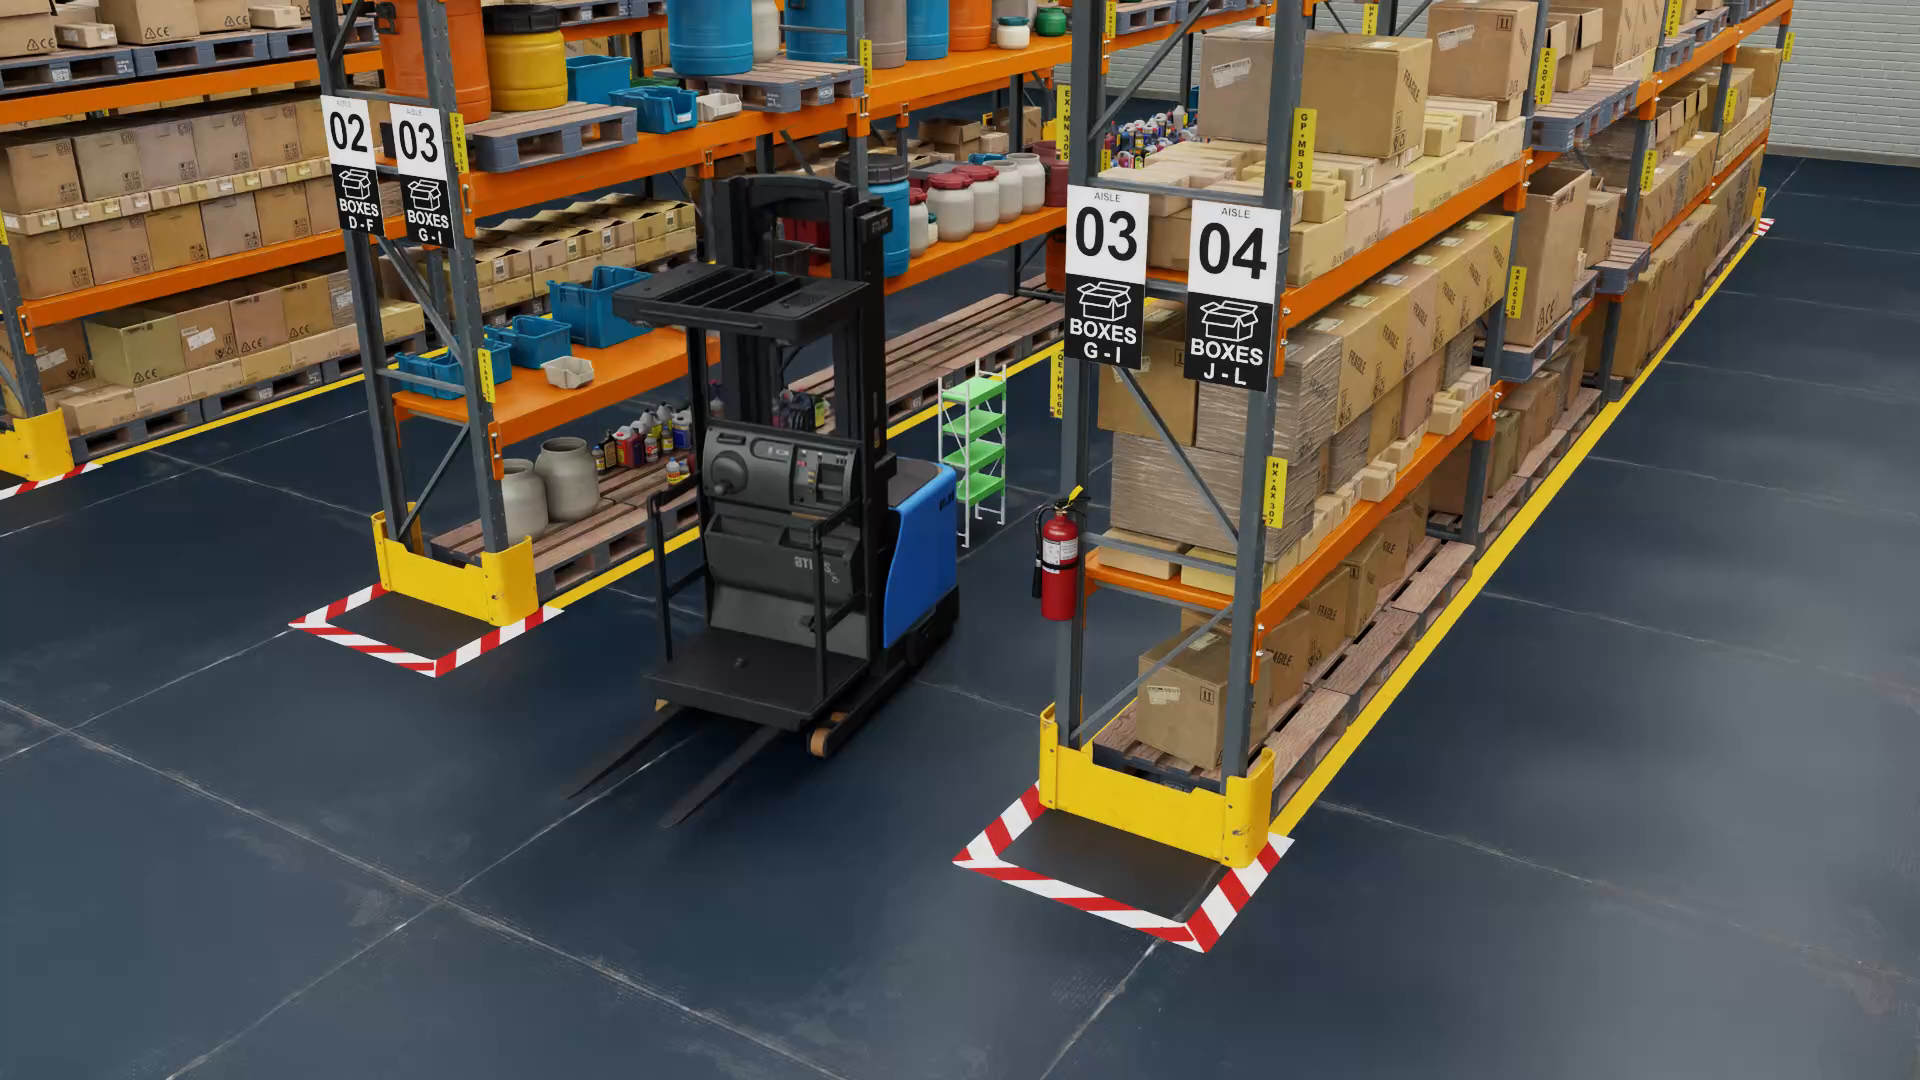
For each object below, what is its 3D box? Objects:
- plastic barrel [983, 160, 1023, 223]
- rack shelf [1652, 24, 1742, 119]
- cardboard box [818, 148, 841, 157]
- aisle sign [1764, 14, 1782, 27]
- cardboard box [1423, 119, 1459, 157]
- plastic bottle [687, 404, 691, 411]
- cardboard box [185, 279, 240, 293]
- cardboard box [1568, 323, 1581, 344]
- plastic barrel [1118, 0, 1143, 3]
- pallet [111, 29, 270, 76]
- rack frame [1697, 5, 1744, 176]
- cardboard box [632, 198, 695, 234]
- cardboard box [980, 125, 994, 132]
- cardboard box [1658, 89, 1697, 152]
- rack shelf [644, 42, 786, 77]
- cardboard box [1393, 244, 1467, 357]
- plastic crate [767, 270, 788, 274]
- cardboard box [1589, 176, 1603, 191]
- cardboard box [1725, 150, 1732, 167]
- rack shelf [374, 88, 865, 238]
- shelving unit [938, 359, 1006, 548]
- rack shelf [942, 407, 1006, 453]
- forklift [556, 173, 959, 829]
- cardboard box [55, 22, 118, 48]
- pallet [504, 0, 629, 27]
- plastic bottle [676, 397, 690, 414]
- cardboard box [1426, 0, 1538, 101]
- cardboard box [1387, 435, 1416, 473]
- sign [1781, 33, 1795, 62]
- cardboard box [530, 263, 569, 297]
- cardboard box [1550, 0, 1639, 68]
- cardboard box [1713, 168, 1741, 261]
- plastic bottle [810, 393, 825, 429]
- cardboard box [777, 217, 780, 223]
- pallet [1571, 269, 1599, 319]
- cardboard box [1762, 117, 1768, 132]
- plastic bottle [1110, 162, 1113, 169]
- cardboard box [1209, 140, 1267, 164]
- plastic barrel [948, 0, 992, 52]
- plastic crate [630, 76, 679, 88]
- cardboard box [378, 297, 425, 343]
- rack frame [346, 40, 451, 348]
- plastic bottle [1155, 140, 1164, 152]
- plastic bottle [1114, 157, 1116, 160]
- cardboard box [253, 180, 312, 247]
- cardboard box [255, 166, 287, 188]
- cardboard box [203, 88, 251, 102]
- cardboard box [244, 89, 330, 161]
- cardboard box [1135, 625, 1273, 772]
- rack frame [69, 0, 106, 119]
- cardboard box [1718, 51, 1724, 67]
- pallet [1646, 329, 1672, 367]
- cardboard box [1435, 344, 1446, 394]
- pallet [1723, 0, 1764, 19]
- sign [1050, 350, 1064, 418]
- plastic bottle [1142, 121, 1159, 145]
[{"bbox_3d":[0.360,-3.183,15.185,0.421,0.512,0.421,0,23,0],"label":"plastic barrel"},{"bbox_3d":[6.206,-4.349,15.150,1.077,0.370,4.000,14,27,29],"label":"rack shelf"},{"bbox_3d":[-1.887,-4.815,21.689,0.500,0.500,0.500,14,27,30],"label":"cardboard box"},{"bbox_3d":[9.664,-6.482,19.675,0.394,0.787,0.004,14,27,29],"label":"aisle sign"},{"bbox_3d":[2.424,-2.152,8.856,0.380,0.149,0.250,15,28,31],"label":"cardboard box"},{"bbox_3d":[-2.091,-0.959,13.069,0.097,0.271,0.097,0,23,0],"label":"plastic bottle"},{"bbox_3d":[-6.673,-2.032,14.657,0.500,0.500,0.500,14,27,29],"label":"cardboard box"},{"bbox_3d":[4.823,-1.794,13.767,0.500,0.250,0.500,15,28,31],"label":"cardboard box"},{"bbox_3d":[1.697,-5.473,16.508,0.294,0.245,0.294,0,23,0],"label":"plastic barrel"},{"bbox_3d":[-6.445,-3.987,13.520,1.003,0.211,1.213,14,27,29],"label":"pallet"},{"bbox_3d":[7.261,-3.977,17.162,1.000,3.000,0.127,14,27,29],"label":"rack frame"},{"bbox_3d":[-3.330,-3.665,18.666,0.500,0.311,0.500,15,27,30],"label":"cardboard box"},{"bbox_3d":[0.165,-6.052,24.862,0.500,0.250,0.500,14,27,29],"label":"cardboard box"},{"bbox_3d":[6.559,-4.037,15.912,0.797,0.503,0.637,14,27,30],"label":"cardboard box"},{"bbox_3d":[-4.309,-7.436,26.058,1.077,0.370,4.000,14,27,29],"label":"rack shelf"},{"bbox_3d":[2.510,-1.372,9.384,0.500,0.500,0.500,14,27,29],"label":"cardboard box"},{"bbox_3d":[-1.520,-1.817,12.358,0.499,0.251,0.616,14,27,29],"label":"plastic crate"},{"bbox_3d":[4.900,-2.675,13.500,0.500,0.500,0.500,10,25,23],"label":"cardboard box"},{"bbox_3d":[7.976,-4.070,17.692,0.380,0.149,0.250,15,28,31],"label":"cardboard box"},{"bbox_3d":[-2.222,-2.687,11.310,1.077,0.370,4.000,14,27,29],"label":"rack shelf"},{"bbox_3d":[0.087,-0.606,11.641,0.258,1.200,0.503,14,27,29],"label":"shelving unit"},{"bbox_3d":[0.087,-0.768,11.571,0.258,0.148,0.480,14,27,29],"label":"rack shelf"},{"bbox_3d":[-1.077,-0.359,8.890,1.130,2.935,3.031,10,25,22],"label":"forklift"},{"bbox_3d":[-6.713,-3.883,12.780,0.380,0.149,0.250,14,27,29],"label":"cardboard box"},{"bbox_3d":[-4.133,-5.369,16.838,1.003,0.211,1.213,15,28,31],"label":"pallet"},{"bbox_3d":[-2.167,-0.975,13.091,0.061,0.283,0.133,15,28,31],"label":"plastic bottle"},{"bbox_3d":[3.020,-2.860,9.677,0.500,0.500,0.500,13,27,27],"label":"cardboard box"},{"bbox_3d":[2.374,-0.525,9.503,0.380,0.149,0.250,14,27,29],"label":"cardboard box"},{"bbox_3d":[9.825,-5.849,19.730,0.100,0.325,0.005,14,27,29],"label":"sign"},{"bbox_3d":[-4.408,-2.717,17.184,0.500,0.250,0.500,13,27,27],"label":"cardboard box"},{"bbox_3d":[4.576,-3.727,12.052,0.500,0.500,0.500,14,27,30],"label":"cardboard box"},{"bbox_3d":[8.152,-3.705,18.678,0.875,0.875,0.875,14,27,29],"label":"cardboard box"},{"bbox_3d":[-1.140,-1.039,13.240,0.061,0.283,0.133,15,28,32],"label":"plastic bottle"},{"bbox_3d":[-2.509,-4.031,19.879,0.500,0.500,0.500,13,27,27],"label":"cardboard box"},{"bbox_3d":[4.142,-1.863,12.519,1.003,0.211,1.213,14,27,29],"label":"pallet"},{"bbox_3d":[9.327,-4.935,19.690,0.380,0.149,0.250,14,27,29],"label":"cardboard box"},{"bbox_3d":[1.446,-3.687,16.647,0.152,0.276,0.135,14,27,29],"label":"plastic bottle"},{"bbox_3d":[1.449,-1.903,8.281,0.380,0.149,0.250,14,27,30],"label":"cardboard box"},{"bbox_3d":[-0.019,-4.787,14.715,0.600,0.830,0.708,14,27,29],"label":"plastic barrel"},{"bbox_3d":[-2.230,-3.119,11.671,0.336,0.188,0.450,14,27,29],"label":"plastic crate"},{"bbox_3d":[-5.432,-2.083,15.719,0.500,0.250,0.500,14,27,29],"label":"cardboard box"},{"bbox_3d":[-5.373,-3.355,15.723,1.000,3.000,0.127,14,27,29],"label":"rack frame"},{"bbox_3d":[2.094,-4.071,17.524,0.061,0.283,0.133,14,27,29],"label":"plastic bottle"},{"bbox_3d":[1.574,-3.829,17.068,0.097,0.201,0.097,0,23,0],"label":"plastic bottle"},{"bbox_3d":[-6.142,-2.902,14.551,0.700,0.500,0.500,14,27,30],"label":"cardboard box"},{"bbox_3d":[-6.006,-3.133,14.270,0.380,0.149,0.250,15,27,30],"label":"cardboard box"},{"bbox_3d":[-8.664,-5.220,19.352,0.700,0.500,0.500,18,29,36],"label":"cardboard box"},{"bbox_3d":[-5.867,-3.674,14.702,0.700,0.500,0.500,14,27,29],"label":"cardboard box"},{"bbox_3d":[1.275,0.820,8.698,0.500,0.500,0.500,20,30,38],"label":"cardboard box"},{"bbox_3d":[-9.583,-4.391,18.118,1.000,3.000,0.127,14,27,29],"label":"rack frame"},{"bbox_3d":[8.625,-5.465,19.469,0.500,0.500,0.500,13,27,28],"label":"cardboard box"},{"bbox_3d":[6.275,-2.008,16.123,1.003,0.211,1.213,14,27,29],"label":"pallet"},{"bbox_3d":[2.457,-1.159,10.152,0.875,0.500,0.500,14,27,29],"label":"cardboard box"},{"bbox_3d":[7.701,-5.587,17.217,1.003,0.211,1.213,14,27,29],"label":"pallet"},{"bbox_3d":[0.470,-0.727,7.798,0.100,0.325,0.005,14,27,29],"label":"sign"},{"bbox_3d":[2.126,-4.538,18.612,0.152,0.276,0.135,14,27,29],"label":"plastic bottle"}]
